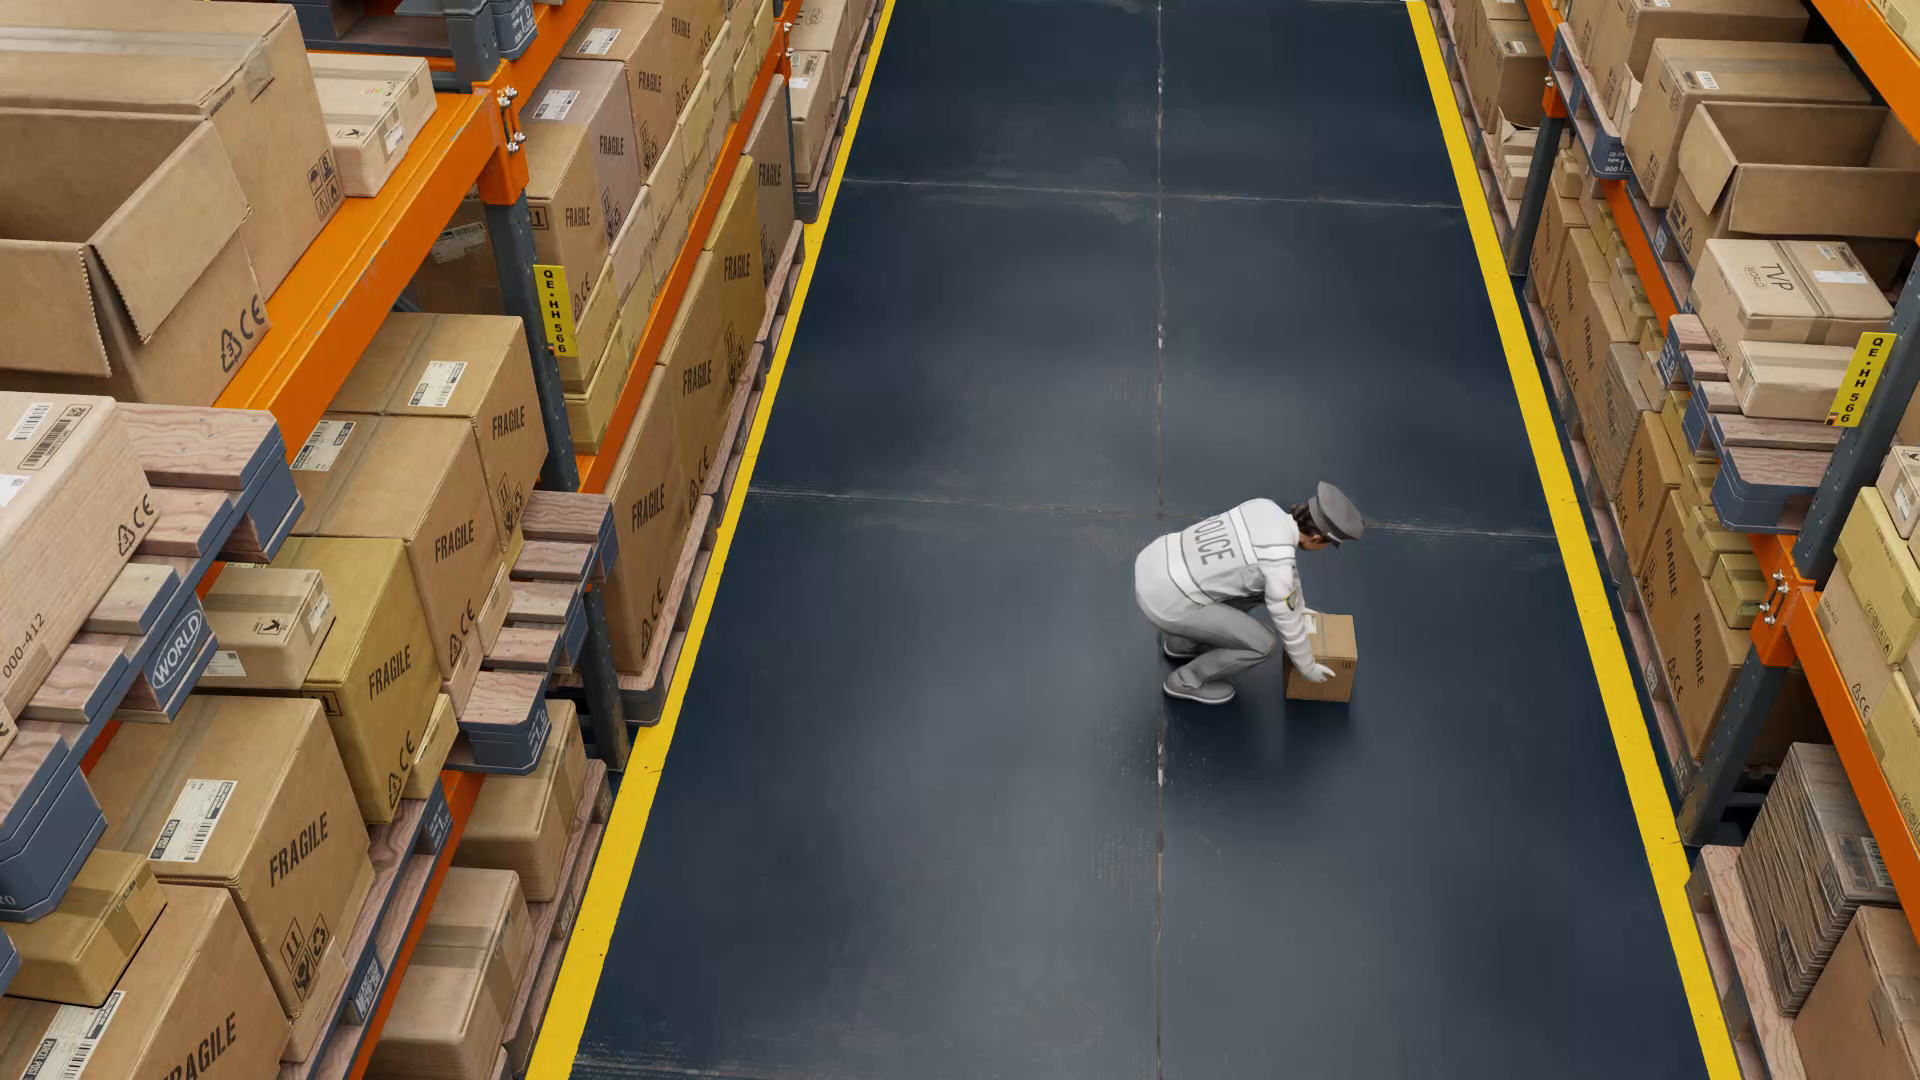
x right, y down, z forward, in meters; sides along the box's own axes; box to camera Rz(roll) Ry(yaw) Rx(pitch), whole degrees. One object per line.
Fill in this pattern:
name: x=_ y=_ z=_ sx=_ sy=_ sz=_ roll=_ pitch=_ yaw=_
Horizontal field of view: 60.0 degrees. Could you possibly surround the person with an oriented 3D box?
person: x=1.110 y=0.184 z=6.514 sx=0.853 sy=0.928 sz=0.490 roll=3 pitch=40 yaw=4
